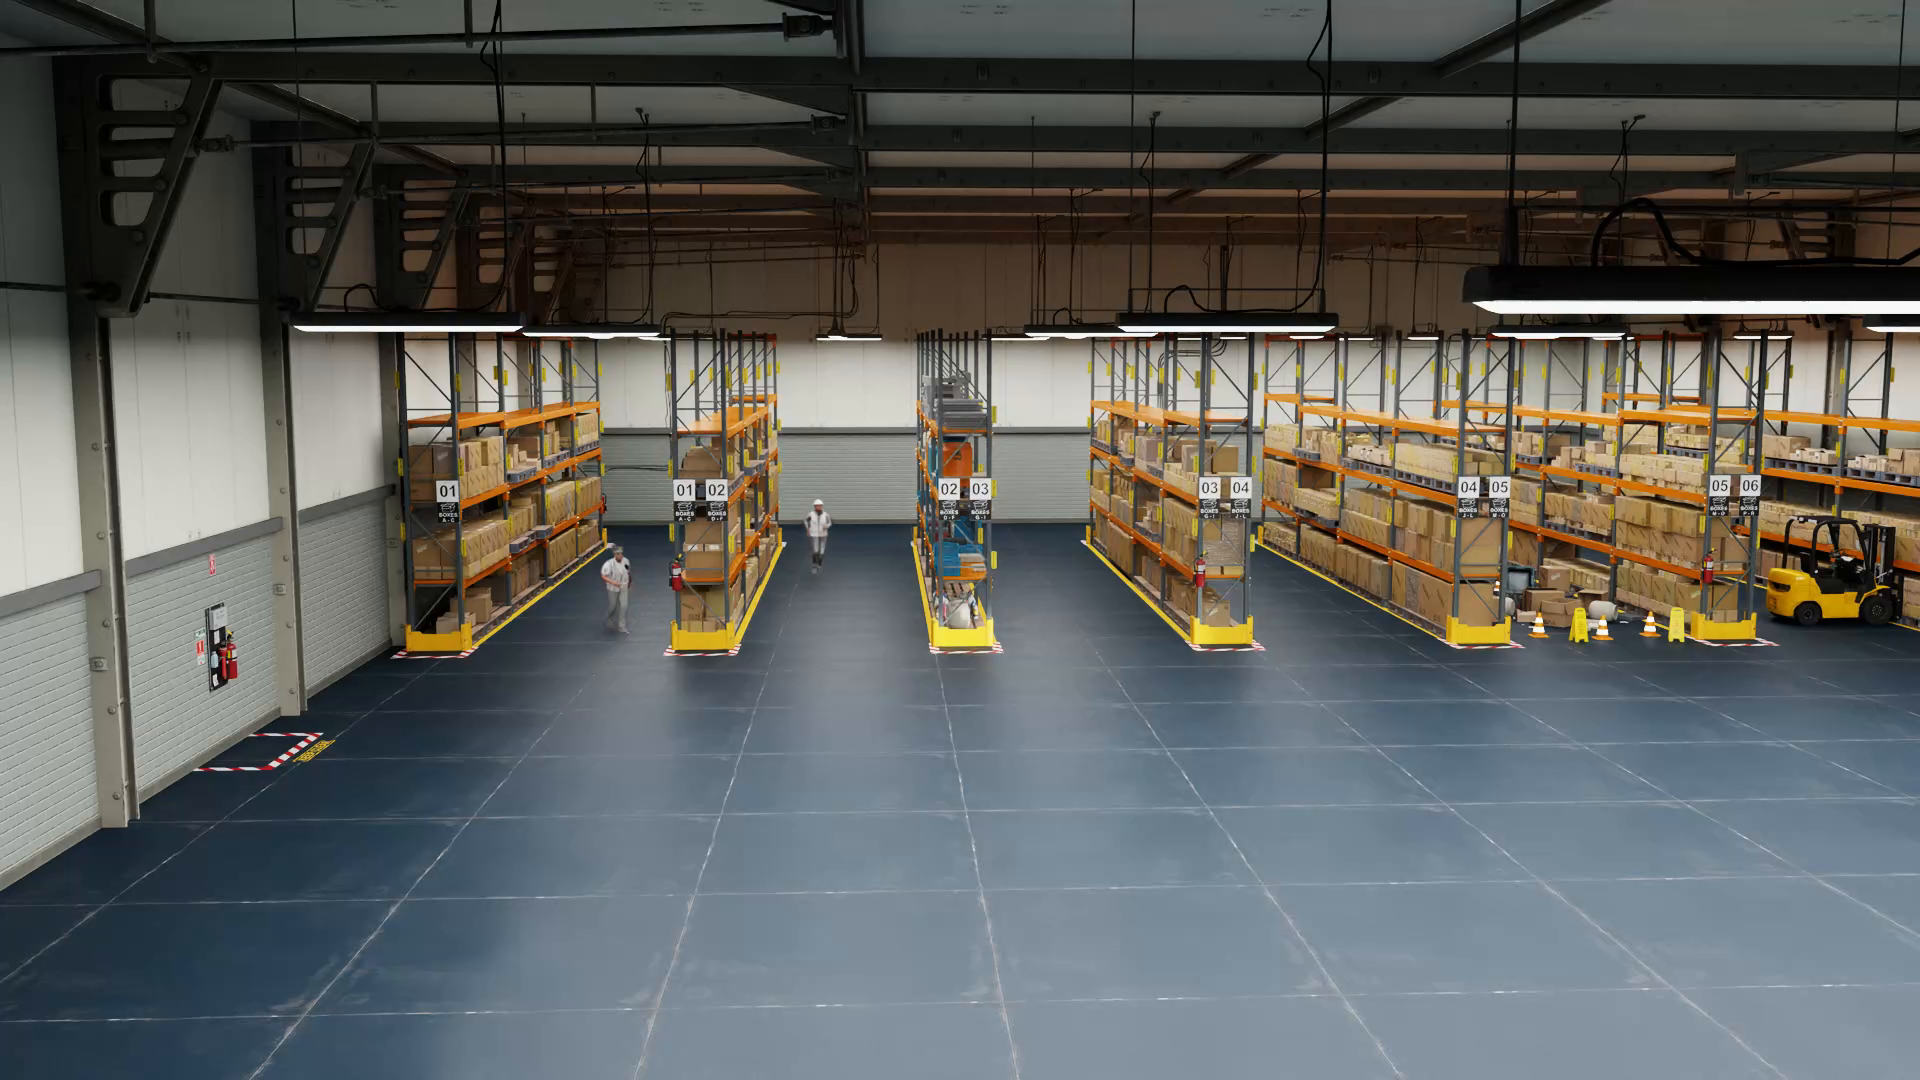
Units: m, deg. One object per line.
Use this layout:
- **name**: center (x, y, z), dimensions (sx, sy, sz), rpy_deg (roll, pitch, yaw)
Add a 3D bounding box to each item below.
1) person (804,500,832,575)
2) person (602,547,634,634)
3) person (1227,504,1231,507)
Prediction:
- **person**: center (-3.402, -0.064, 39.984), dimensions (0.648, 1.821, 0.689), rpy_deg (-2, 7, -13)
- **person**: center (-6.867, 0.967, 33.182), dimensions (0.651, 1.735, 0.906), rpy_deg (-4, 8, -28)
- **person**: center (7.524, -0.477, 45.489), dimensions (0.580, 1.677, 0.653), rpy_deg (0, 7, -1)
